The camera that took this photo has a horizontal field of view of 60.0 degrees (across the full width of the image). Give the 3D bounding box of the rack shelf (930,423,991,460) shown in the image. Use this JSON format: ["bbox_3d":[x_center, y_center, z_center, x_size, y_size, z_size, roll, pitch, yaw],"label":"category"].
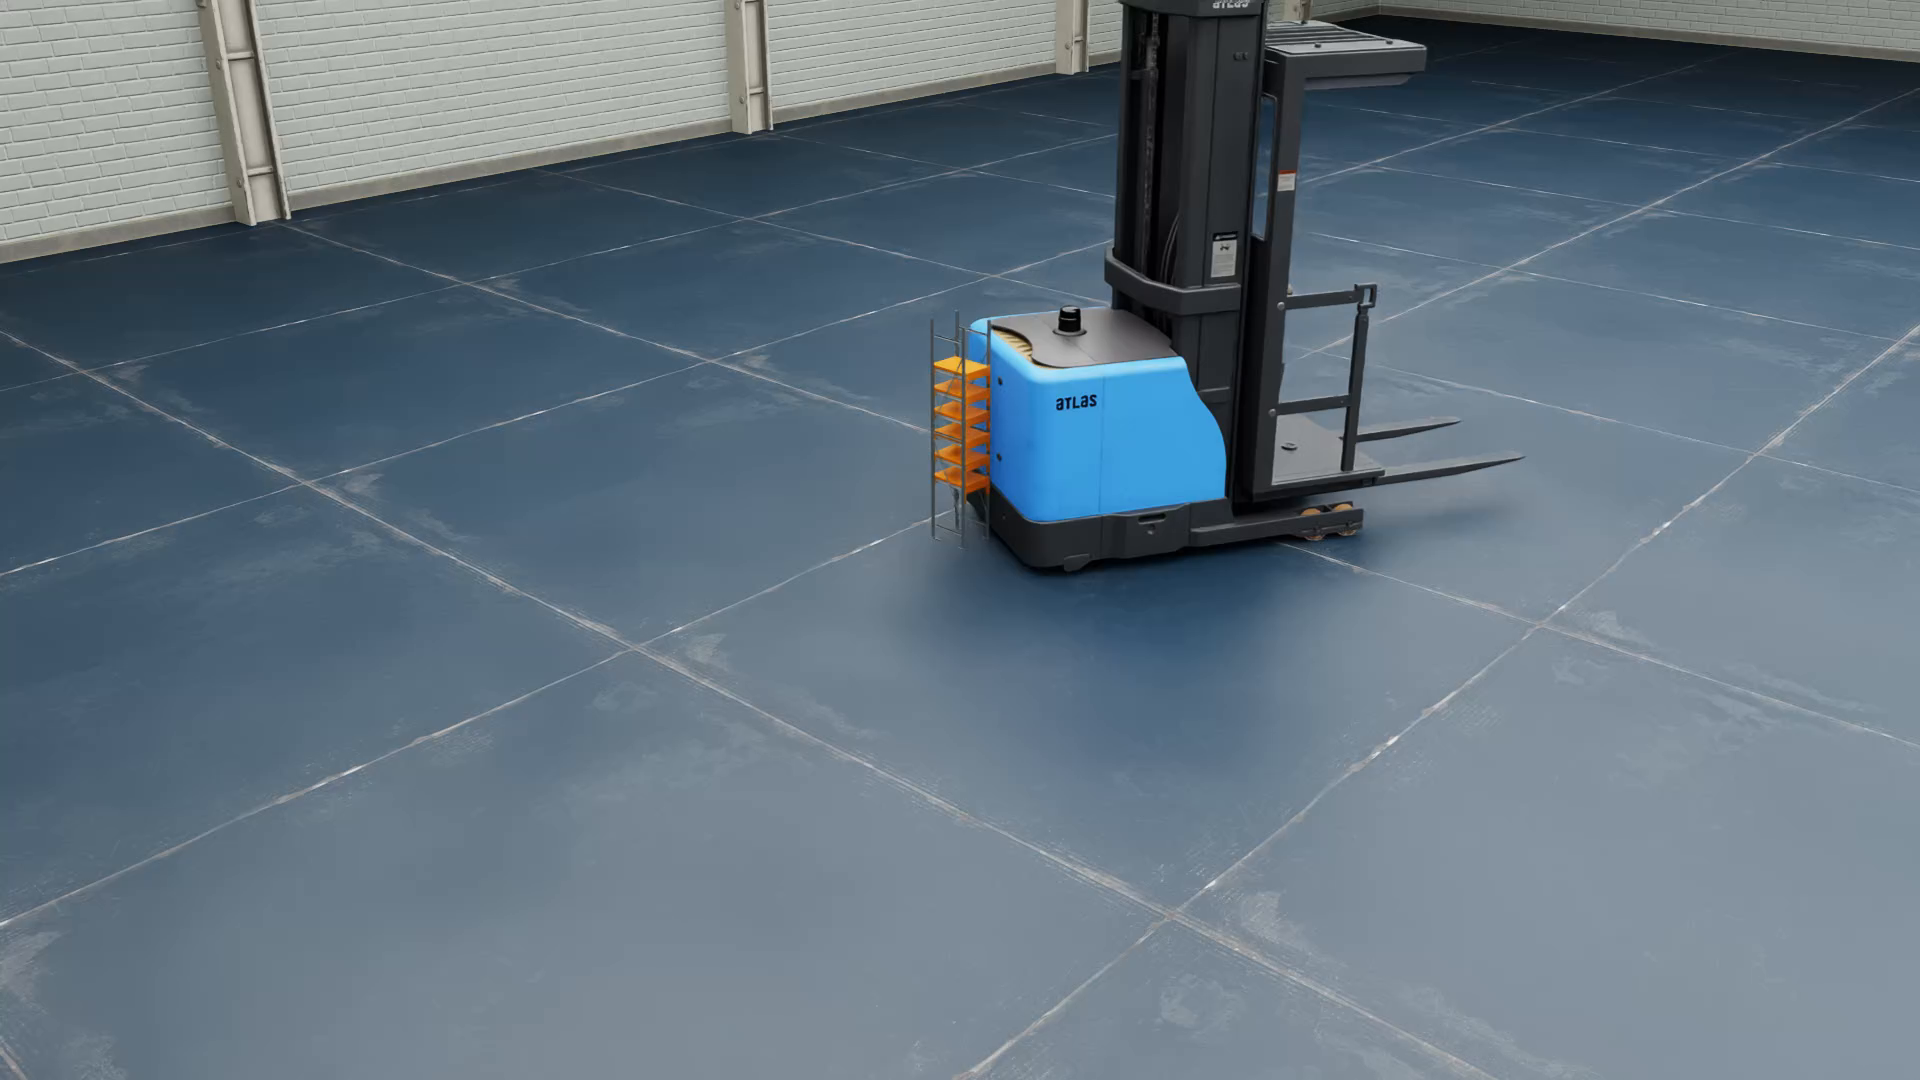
[{"bbox_3d":[0.002,-0.511,8.532,0.258,0.103,0.180,21,32,39],"label":"rack shelf"}]

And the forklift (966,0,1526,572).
[{"bbox_3d":[1.608,-1.527,8.574,3.031,2.935,1.130,-8,25,-17],"label":"forklift"}]

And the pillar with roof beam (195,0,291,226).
[{"bbox_3d":[-3.227,-5.891,10.890,9.100,9.000,0.400,20,31,38],"label":"pillar with roof beam"}]

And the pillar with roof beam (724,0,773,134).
[{"bbox_3d":[0.778,-7.719,14.967,9.100,9.000,0.400,20,31,38],"label":"pillar with roof beam"}]

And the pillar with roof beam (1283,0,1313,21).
[{"bbox_3d":[8.787,-11.375,23.121,9.100,9.000,0.400,20,31,38],"label":"pillar with roof beam"}]

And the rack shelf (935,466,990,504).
[{"bbox_3d":[0.002,-0.292,8.630,0.258,0.103,0.180,21,32,39],"label":"rack shelf"}]

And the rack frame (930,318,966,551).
[{"bbox_3d":[-0.061,-0.525,8.453,0.240,1.200,0.006,21,32,39],"label":"rack frame"}]

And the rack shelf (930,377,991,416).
[{"bbox_3d":[0.002,-0.730,8.433,0.258,0.103,0.180,21,32,39],"label":"rack shelf"}]

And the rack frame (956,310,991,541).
[{"bbox_3d":[0.066,-0.579,8.574,0.240,1.200,0.006,21,32,39],"label":"rack frame"}]

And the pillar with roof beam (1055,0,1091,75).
[{"bbox_3d":[4.782,-9.547,19.044,9.100,9.000,0.400,20,31,38],"label":"pillar with roof beam"}]

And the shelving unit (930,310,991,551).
[{"bbox_3d":[0.002,-0.552,8.513,0.258,1.200,0.189,21,32,39],"label":"shelving unit"}]

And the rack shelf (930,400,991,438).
[{"bbox_3d":[0.002,-0.621,8.482,0.258,0.103,0.180,21,32,39],"label":"rack shelf"}]

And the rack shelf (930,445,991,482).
[{"bbox_3d":[0.002,-0.402,8.581,0.258,0.103,0.180,21,32,39],"label":"rack shelf"}]

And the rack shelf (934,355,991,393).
[{"bbox_3d":[0.002,-0.839,8.384,0.258,0.103,0.180,21,32,39],"label":"rack shelf"}]
